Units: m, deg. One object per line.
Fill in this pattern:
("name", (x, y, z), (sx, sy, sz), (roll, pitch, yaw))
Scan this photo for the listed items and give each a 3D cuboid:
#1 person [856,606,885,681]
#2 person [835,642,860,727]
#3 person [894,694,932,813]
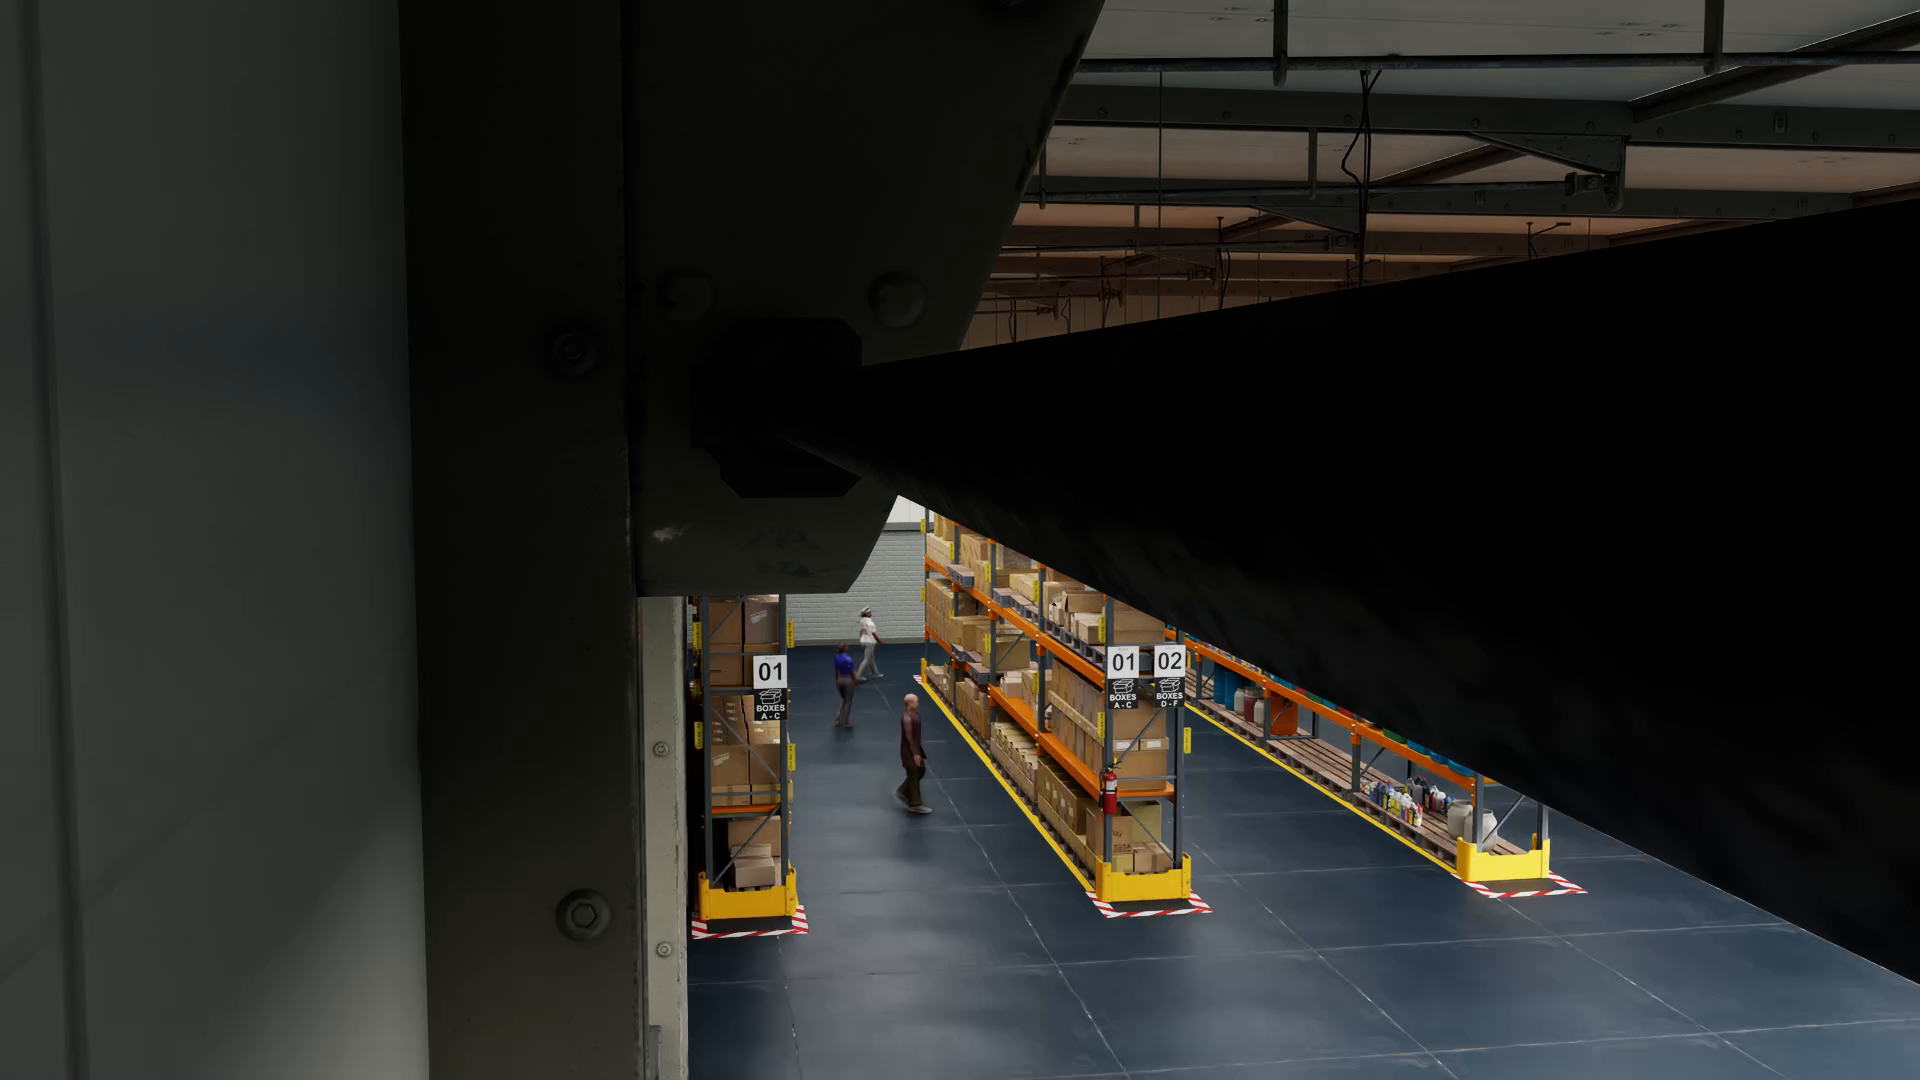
("person", (-1.977, 2.260, 36.712), (0.524, 1.641, 0.970), (5, 7, 43))
("person", (-2.143, 2.736, 31.529), (0.466, 1.646, 0.422), (3, 6, 34))
("person", (-0.706, 3.318, 25.271), (0.625, 1.588, 0.717), (0, 5, 5))
